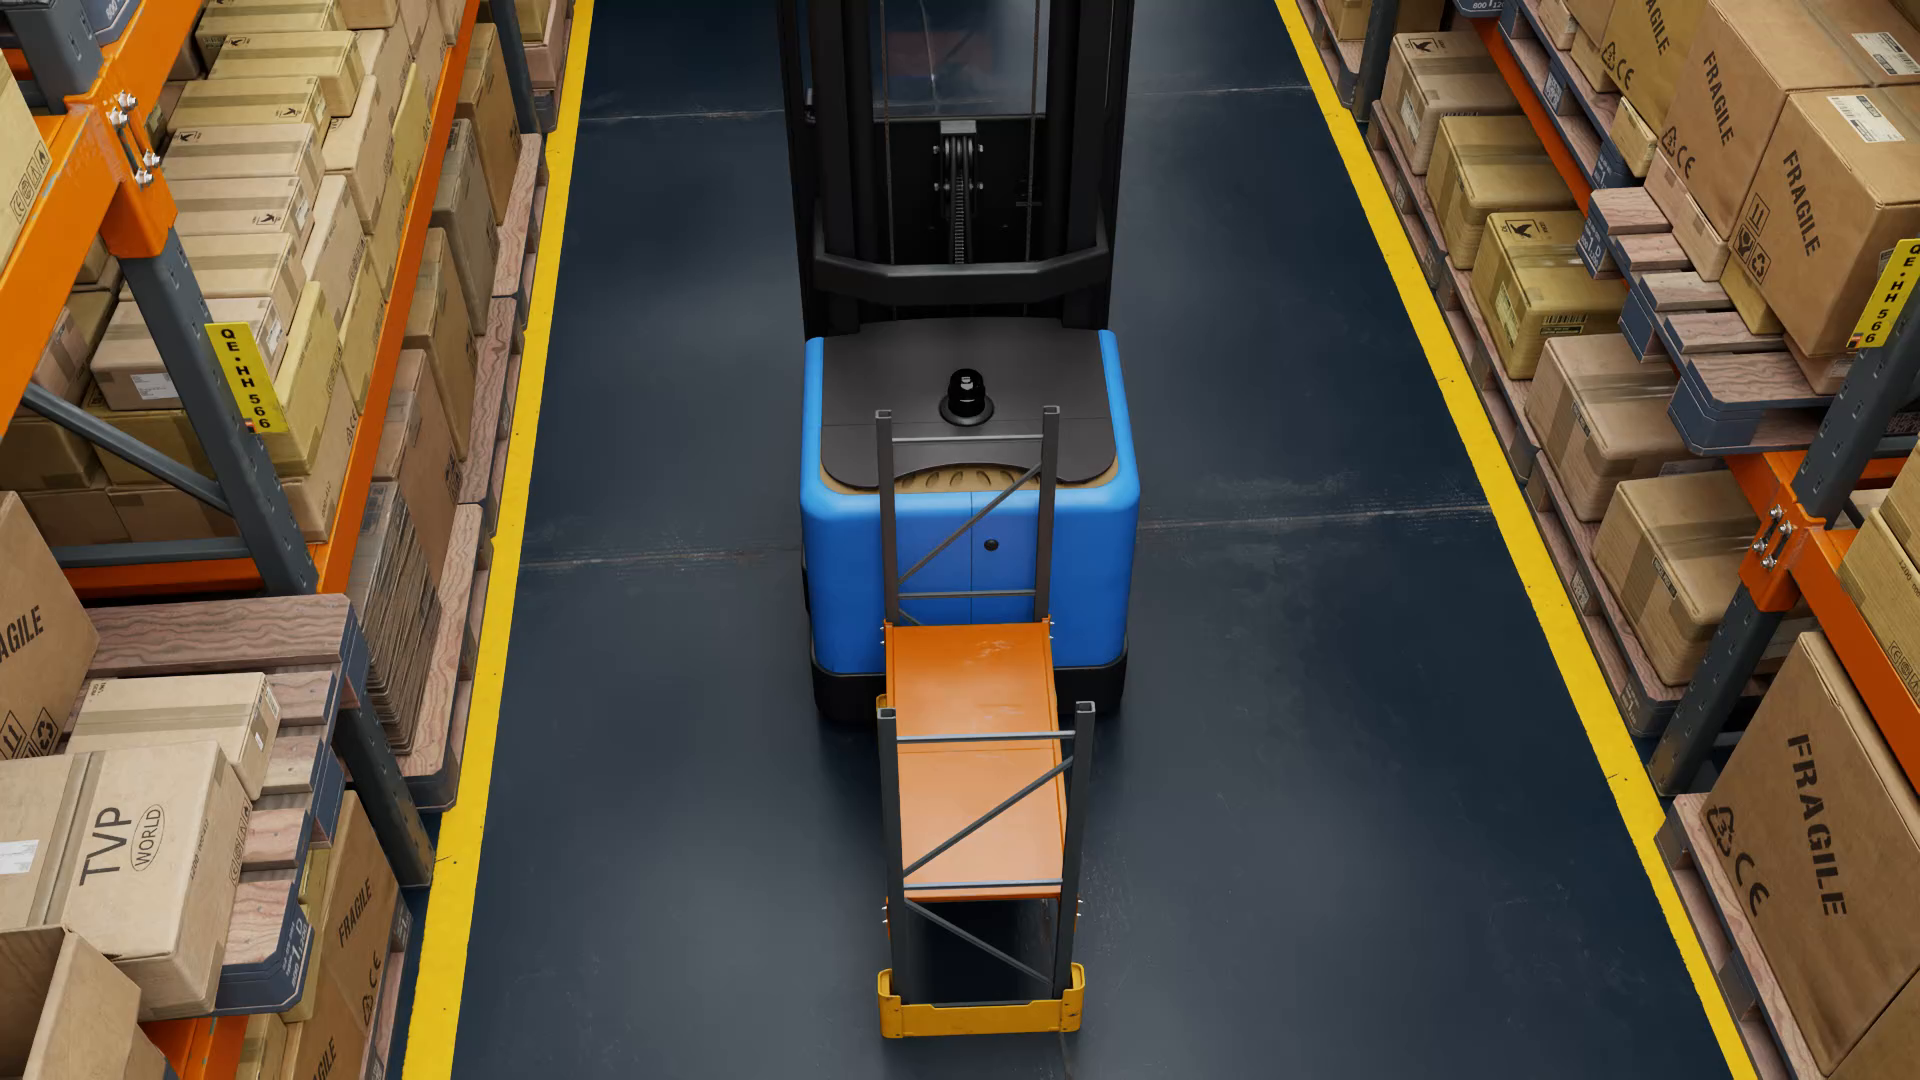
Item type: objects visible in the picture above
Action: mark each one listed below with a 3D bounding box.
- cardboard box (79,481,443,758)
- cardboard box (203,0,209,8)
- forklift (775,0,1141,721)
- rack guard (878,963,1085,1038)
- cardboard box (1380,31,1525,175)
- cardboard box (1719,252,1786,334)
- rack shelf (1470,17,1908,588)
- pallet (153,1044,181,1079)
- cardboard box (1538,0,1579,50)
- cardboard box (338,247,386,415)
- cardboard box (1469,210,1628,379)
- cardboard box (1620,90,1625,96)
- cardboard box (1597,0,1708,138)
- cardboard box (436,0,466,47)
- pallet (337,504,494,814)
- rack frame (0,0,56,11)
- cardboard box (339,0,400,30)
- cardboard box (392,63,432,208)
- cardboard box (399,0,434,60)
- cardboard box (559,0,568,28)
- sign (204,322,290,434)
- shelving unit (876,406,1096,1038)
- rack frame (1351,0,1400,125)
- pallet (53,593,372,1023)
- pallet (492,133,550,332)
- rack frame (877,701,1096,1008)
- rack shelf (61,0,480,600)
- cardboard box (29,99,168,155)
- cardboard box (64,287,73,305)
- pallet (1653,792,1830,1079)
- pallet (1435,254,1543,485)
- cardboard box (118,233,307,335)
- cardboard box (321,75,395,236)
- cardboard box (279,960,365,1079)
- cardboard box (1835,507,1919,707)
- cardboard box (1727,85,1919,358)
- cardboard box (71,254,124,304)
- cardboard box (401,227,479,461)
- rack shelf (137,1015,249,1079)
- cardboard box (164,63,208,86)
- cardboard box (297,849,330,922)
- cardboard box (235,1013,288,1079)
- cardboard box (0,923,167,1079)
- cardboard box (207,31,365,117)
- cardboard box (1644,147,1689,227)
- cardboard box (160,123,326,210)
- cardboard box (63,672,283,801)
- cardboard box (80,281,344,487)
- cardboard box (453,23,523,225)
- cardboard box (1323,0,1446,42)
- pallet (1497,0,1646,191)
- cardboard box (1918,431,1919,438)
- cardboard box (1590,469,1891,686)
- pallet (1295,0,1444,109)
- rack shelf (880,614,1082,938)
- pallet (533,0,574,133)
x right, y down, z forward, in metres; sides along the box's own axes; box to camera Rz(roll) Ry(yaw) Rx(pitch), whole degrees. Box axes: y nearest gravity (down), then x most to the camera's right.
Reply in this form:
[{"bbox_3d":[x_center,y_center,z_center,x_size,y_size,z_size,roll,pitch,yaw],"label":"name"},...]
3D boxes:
[{"bbox_3d":[-2.202,0.265,5.279,0.875,0.625,0.625,-2,47,-2],"label":"cardboard box"},{"bbox_3d":[-2.601,-1.733,5.310,0.380,0.149,0.250,-3,47,-3],"label":"cardboard box"},{"bbox_3d":[-0.025,-1.461,5.615,1.130,2.935,3.031,-2,47,-2],"label":"forklift"},{"bbox_3d":[0.060,1.334,4.814,0.587,0.250,0.087,-2,47,-2],"label":"rack guard"},{"bbox_3d":[2.494,-2.015,7.613,0.950,0.372,0.625,-3,47,-3],"label":"cardboard box"},{"bbox_3d":[2.426,-0.730,4.759,0.380,0.149,0.250,-3,47,-3],"label":"cardboard box"},{"bbox_3d":[2.615,-1.459,6.061,1.077,0.370,4.000,-3,47,-3],"label":"rack shelf"},{"bbox_3d":[-1.996,1.518,2.879,1.003,0.211,1.213,-3,47,-3],"label":"pallet"},{"bbox_3d":[2.260,-1.847,5.818,0.380,0.149,0.250,-2,47,-2],"label":"cardboard box"},{"bbox_3d":[-1.994,-0.603,4.859,0.500,0.250,0.500,-4,47,-4],"label":"cardboard box"},{"bbox_3d":[2.618,-0.992,6.644,0.950,0.372,0.625,-2,47,-2],"label":"cardboard box"},{"bbox_3d":[2.415,-1.480,5.469,0.380,0.149,0.250,-3,47,-3],"label":"cardboard box"},{"bbox_3d":[2.370,-1.591,5.128,0.500,0.500,0.500,-6,47,-6],"label":"cardboard box"},{"bbox_3d":[-2.148,-2.085,6.262,0.500,0.250,0.500,-4,47,-4],"label":"cardboard box"},{"bbox_3d":[-2.193,0.406,5.720,1.003,0.211,1.213,-3,47,-3],"label":"pallet"},{"bbox_3d":[-2.163,-2.018,1.963,1.000,3.000,0.127,-3,47,-3],"label":"rack frame"},{"bbox_3d":[-2.013,-1.763,5.338,0.380,0.149,0.250,-5,47,-4],"label":"cardboard box"},{"bbox_3d":[-2.086,-1.351,5.567,0.500,0.250,0.500,-2,47,-2],"label":"cardboard box"},{"bbox_3d":[-2.115,-1.887,5.731,0.500,0.250,0.500,-3,47,-3],"label":"cardboard box"},{"bbox_3d":[-2.267,-2.784,8.426,0.500,0.250,0.500,-4,47,-4],"label":"cardboard box"},{"bbox_3d":[-1.623,-0.365,3.787,0.100,0.325,0.005,-3,47,-3],"label":"sign"},{"bbox_3d":[0.041,0.543,4.702,0.587,1.500,1.083,-2,47,-2],"label":"shelving unit"},{"bbox_3d":[2.448,-3.153,7.170,1.000,3.000,0.127,-3,47,-3],"label":"rack frame"},{"bbox_3d":[-2.037,0.597,3.750,1.213,0.211,1.003,-3,47,-3],"label":"pallet"},{"bbox_3d":[-2.398,-1.359,7.392,1.003,0.211,1.213,-3,47,-3],"label":"pallet"},{"bbox_3d":[0.060,0.906,4.359,0.500,1.500,0.032,-2,47,-2],"label":"rack frame"},{"bbox_3d":[-2.331,-1.154,5.773,1.077,0.370,4.000,-3,47,-3],"label":"rack shelf"},{"bbox_3d":[-2.521,-1.176,4.782,0.380,0.149,0.250,-4,47,-4],"label":"cardboard box"},{"bbox_3d":[-2.526,-0.618,4.254,0.380,0.149,0.250,-2,47,-2],"label":"cardboard box"},{"bbox_3d":[2.773,1.275,4.897,1.003,0.211,1.213,-3,47,-3],"label":"pallet"},{"bbox_3d":[2.620,-0.746,6.811,1.003,0.211,1.213,-3,47,-3],"label":"pallet"},{"bbox_3d":[-1.920,-0.654,4.288,0.380,0.149,0.250,-3,47,-2],"label":"cardboard box"},{"bbox_3d":[-2.024,-1.153,5.035,0.500,0.250,0.500,-5,47,-4],"label":"cardboard box"},{"bbox_3d":[-1.882,1.416,4.275,0.500,0.500,0.500,-4,47,-4],"label":"cardboard box"},{"bbox_3d":[2.573,0.162,4.134,0.500,0.250,0.500,-4,47,-4],"label":"cardboard box"},{"bbox_3d":[2.467,-0.852,4.428,0.500,0.500,0.500,-5,47,-4],"label":"cardboard box"},{"bbox_3d":[-2.523,-0.753,4.656,0.500,0.250,0.500,-3,47,-3],"label":"cardboard box"},{"bbox_3d":[-2.321,-0.694,6.188,0.875,0.625,0.625,-5,47,-5],"label":"cardboard box"},{"bbox_3d":[-1.996,1.740,3.032,1.077,0.370,4.000,-3,47,-3],"label":"rack shelf"},{"bbox_3d":[-2.596,-1.480,5.345,0.500,0.250,0.500,-4,47,-4],"label":"cardboard box"},{"bbox_3d":[-1.870,0.879,4.337,0.380,0.149,0.250,-6,47,-5],"label":"cardboard box"},{"bbox_3d":[-1.838,1.268,3.969,0.380,0.149,0.250,-5,47,-5],"label":"cardboard box"},{"bbox_3d":[-1.843,1.035,2.843,0.797,0.503,0.637,-4,47,-4],"label":"cardboard box"},{"bbox_3d":[-2.015,-1.394,4.989,0.380,0.149,0.250,-3,47,-2],"label":"cardboard box"},{"bbox_3d":[2.347,-1.092,5.102,0.380,0.149,0.250,-5,47,-5],"label":"cardboard box"},{"bbox_3d":[-2.002,-1.026,4.641,0.380,0.149,0.250,-3,47,-3],"label":"cardboard box"},{"bbox_3d":[-1.726,0.439,3.652,0.380,0.149,0.250,-3,47,-3],"label":"cardboard box"},{"bbox_3d":[-1.932,-0.413,4.334,0.500,0.250,0.500,-4,47,-3],"label":"cardboard box"},{"bbox_3d":[-2.443,-1.800,7.235,0.875,0.625,0.625,-2,47,-2],"label":"cardboard box"},{"bbox_3d":[2.130,-2.764,8.406,0.500,0.250,0.500,-2,47,-1],"label":"cardboard box"},{"bbox_3d":[2.576,-1.623,5.853,1.003,0.211,1.213,-3,47,-3],"label":"pallet"},{"bbox_3d":[2.580,-0.266,3.678,0.500,0.500,0.500,-5,47,-5],"label":"cardboard box"},{"bbox_3d":[2.745,0.091,5.619,0.950,0.372,0.625,-6,47,-6],"label":"cardboard box"},{"bbox_3d":[2.356,-2.678,8.641,1.003,0.211,1.213,-3,47,-3],"label":"pallet"},{"bbox_3d":[0.041,0.660,4.839,0.538,0.185,1.000,-2,47,-2],"label":"rack shelf"},{"bbox_3d":[-2.523,-2.468,8.442,1.003,0.211,1.213,-3,47,-3],"label":"pallet"}]
